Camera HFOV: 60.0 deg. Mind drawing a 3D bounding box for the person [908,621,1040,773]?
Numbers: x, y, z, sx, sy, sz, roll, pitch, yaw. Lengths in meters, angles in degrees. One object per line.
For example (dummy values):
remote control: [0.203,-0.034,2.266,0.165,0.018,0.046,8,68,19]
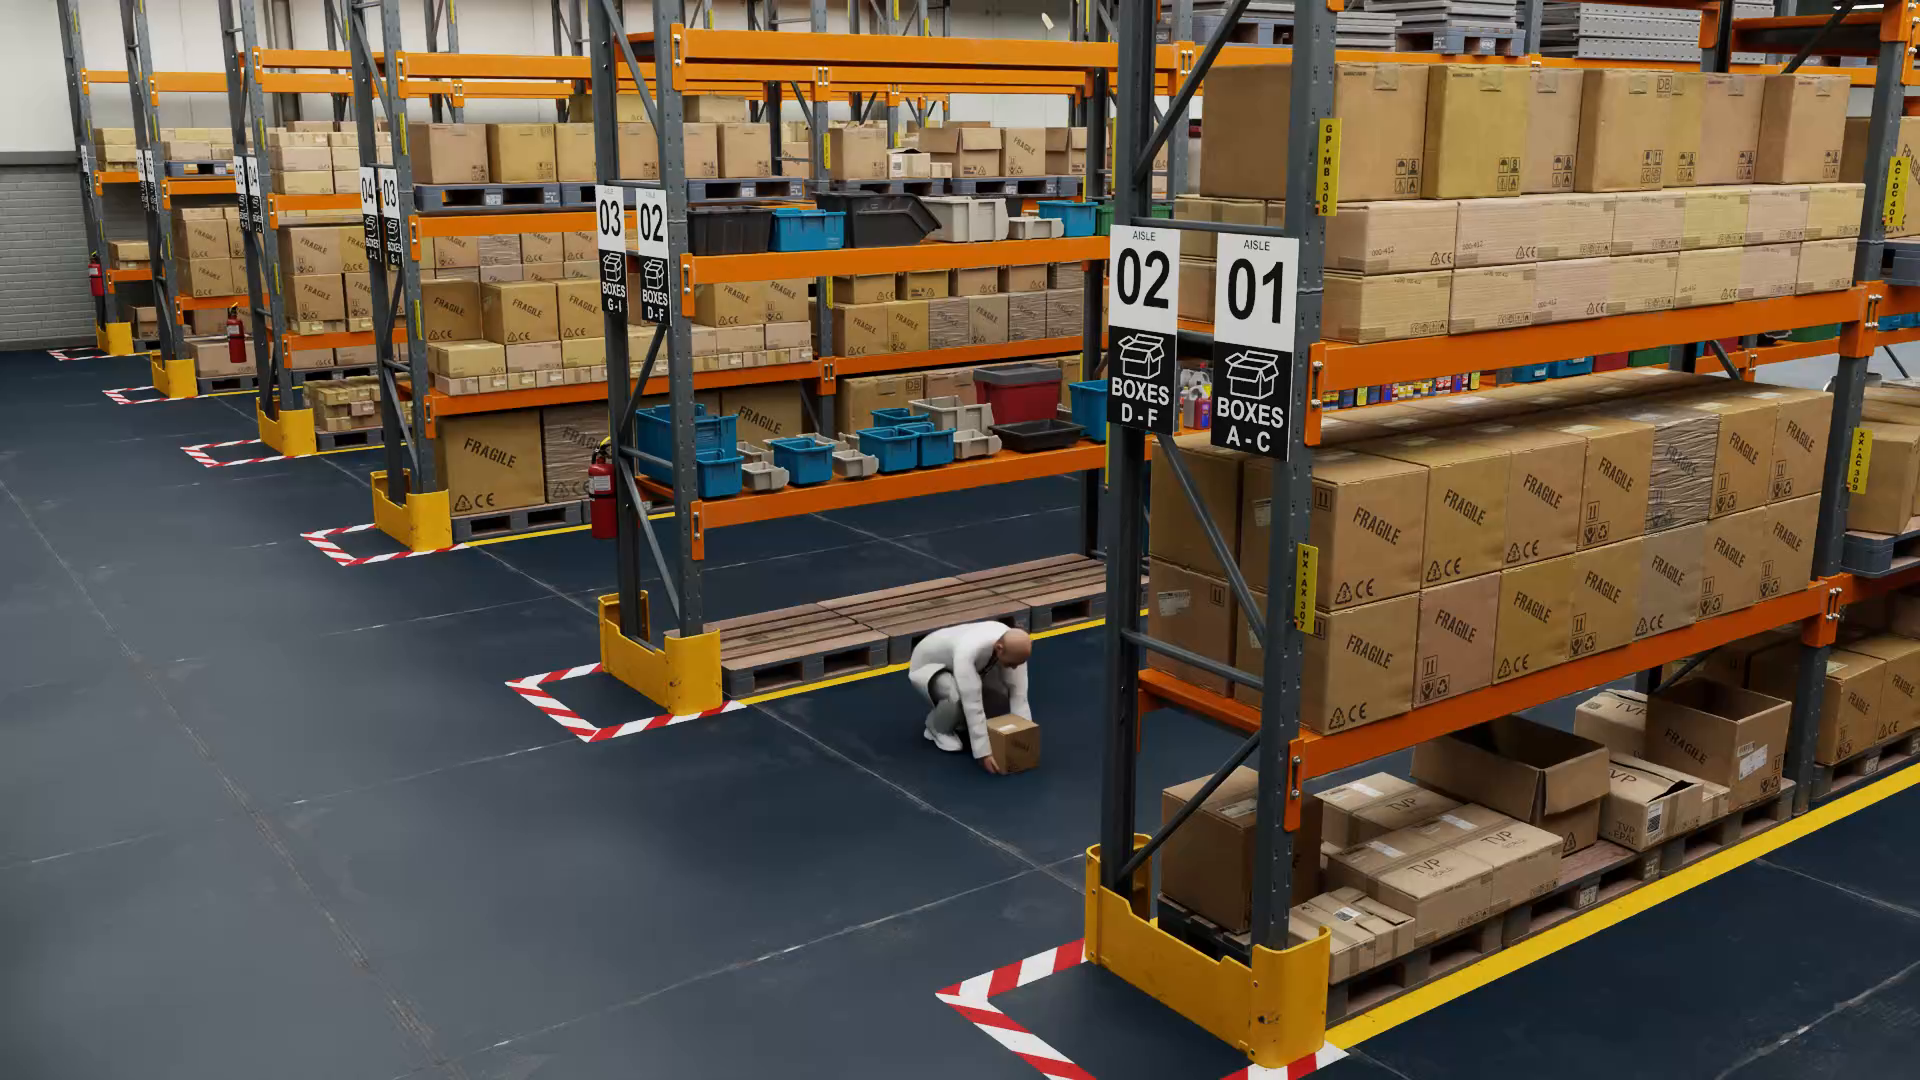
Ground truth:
person: [0.073,0.887,9.752,0.580,0.874,0.917,-10,18,-35]
